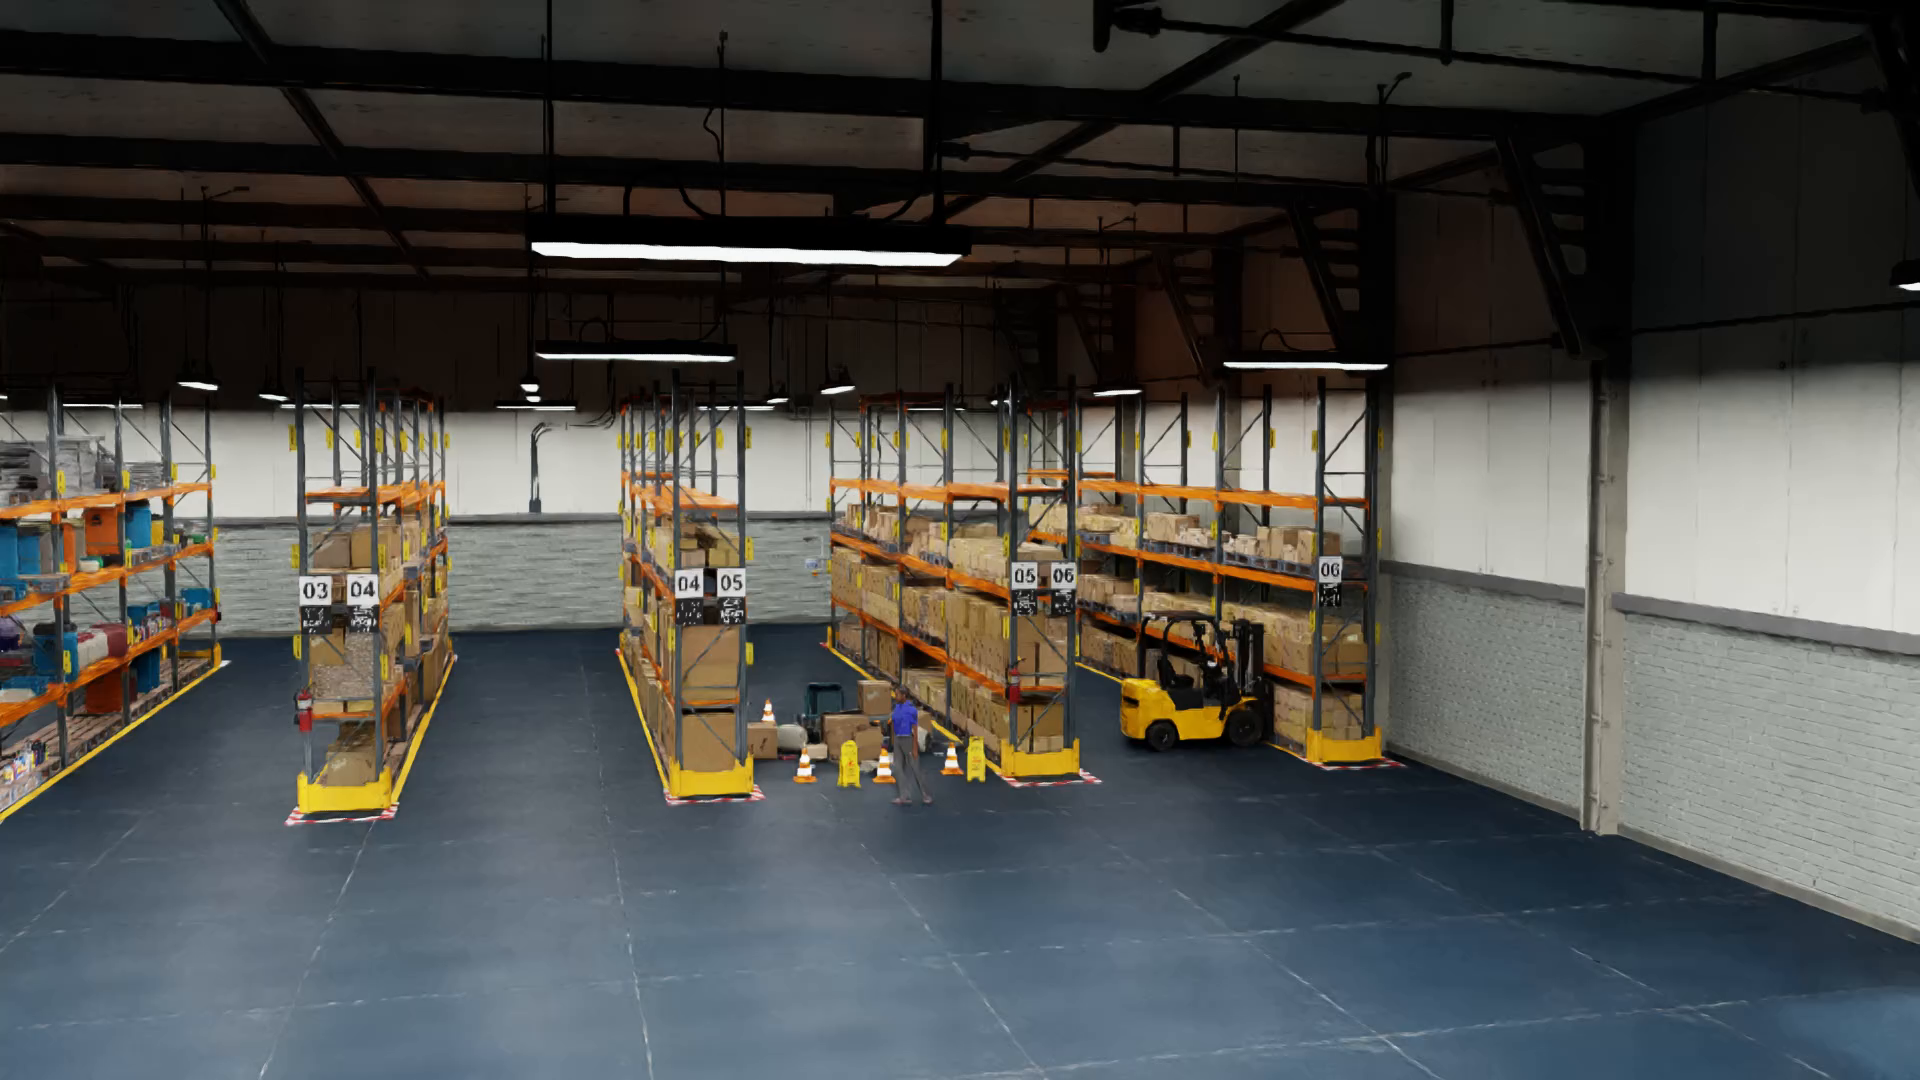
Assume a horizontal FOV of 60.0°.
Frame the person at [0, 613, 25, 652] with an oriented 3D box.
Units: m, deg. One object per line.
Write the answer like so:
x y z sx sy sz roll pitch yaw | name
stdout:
-19.958 2.132 34.890 0.625 1.596 0.503 -1 4 -17 | person

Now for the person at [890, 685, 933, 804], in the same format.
-0.682 2.816 22.972 0.525 1.648 0.569 -3 4 -40 | person
